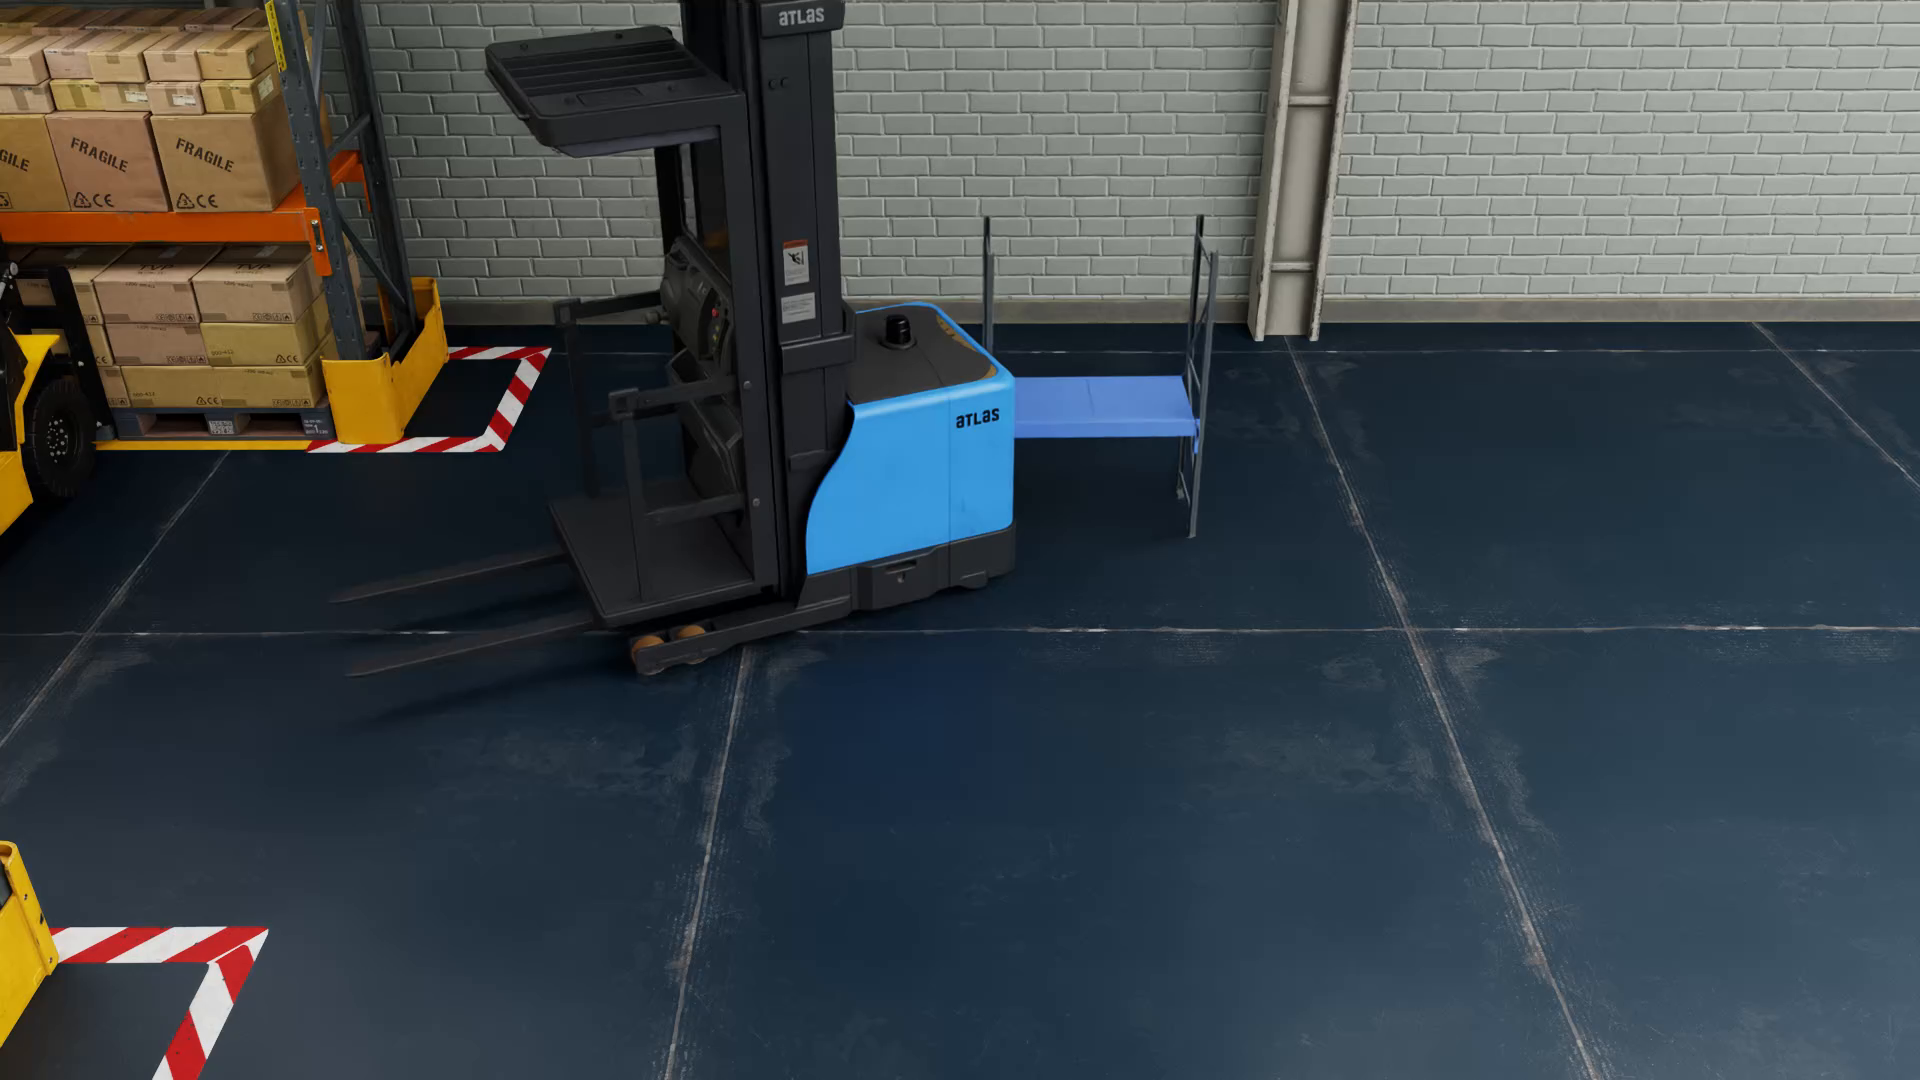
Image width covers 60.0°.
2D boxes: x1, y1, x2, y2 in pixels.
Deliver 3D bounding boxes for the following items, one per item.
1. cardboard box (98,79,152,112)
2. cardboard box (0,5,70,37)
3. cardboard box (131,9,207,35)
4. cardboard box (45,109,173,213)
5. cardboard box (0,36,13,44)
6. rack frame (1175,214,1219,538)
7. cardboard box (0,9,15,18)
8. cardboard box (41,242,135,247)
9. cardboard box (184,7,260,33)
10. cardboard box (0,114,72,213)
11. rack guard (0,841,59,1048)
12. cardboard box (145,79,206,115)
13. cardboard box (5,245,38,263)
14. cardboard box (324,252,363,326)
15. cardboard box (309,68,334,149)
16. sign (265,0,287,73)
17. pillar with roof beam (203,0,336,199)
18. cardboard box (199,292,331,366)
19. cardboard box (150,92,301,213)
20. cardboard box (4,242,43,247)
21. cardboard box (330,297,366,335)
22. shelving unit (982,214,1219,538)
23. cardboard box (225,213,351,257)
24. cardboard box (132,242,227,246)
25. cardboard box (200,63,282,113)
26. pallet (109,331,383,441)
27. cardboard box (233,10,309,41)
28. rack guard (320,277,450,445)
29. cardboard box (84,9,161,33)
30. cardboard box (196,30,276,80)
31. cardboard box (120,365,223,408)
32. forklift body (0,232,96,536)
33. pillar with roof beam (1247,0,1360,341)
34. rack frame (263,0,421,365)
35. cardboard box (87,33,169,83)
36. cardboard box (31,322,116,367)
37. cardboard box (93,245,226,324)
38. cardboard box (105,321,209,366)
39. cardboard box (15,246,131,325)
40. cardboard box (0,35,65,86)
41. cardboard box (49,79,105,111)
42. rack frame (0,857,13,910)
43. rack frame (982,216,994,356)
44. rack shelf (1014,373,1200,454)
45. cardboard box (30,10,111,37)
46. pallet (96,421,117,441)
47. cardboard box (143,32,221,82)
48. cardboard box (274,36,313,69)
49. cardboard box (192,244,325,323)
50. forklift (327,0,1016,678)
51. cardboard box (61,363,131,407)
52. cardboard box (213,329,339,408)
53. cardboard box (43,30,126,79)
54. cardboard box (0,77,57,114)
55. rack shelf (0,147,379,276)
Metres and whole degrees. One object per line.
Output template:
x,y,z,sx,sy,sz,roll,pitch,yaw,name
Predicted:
-4.142,-2.298,8.424,0.250,0.149,0.380,0,31,1,cardboard box
-4.919,-2.719,8.831,0.250,0.149,0.380,-1,31,-1,cardboard box
-4.145,-2.675,8.759,0.250,0.149,0.380,0,31,1,cardboard box
-4.292,-2.018,8.588,0.500,0.500,0.500,1,31,1,cardboard box
-4.915,-2.391,8.290,0.250,0.149,0.380,0,31,1,cardboard box
1.148,-0.782,8.094,0.032,1.500,0.500,-1,31,-1,rack frame
-5.166,-2.677,8.761,0.250,0.149,0.380,0,31,0,cardboard box
-4.764,-1.638,9.341,0.500,0.250,0.500,0,31,-1,cardboard box
-3.886,-2.698,8.797,0.250,0.149,0.380,1,31,1,cardboard box
-4.804,-2.016,8.585,0.500,0.500,0.500,-1,31,-1,cardboard box
-3.324,1.534,5.240,0.348,0.500,1.175,0,31,0,rack guard
-3.883,-2.267,8.373,0.250,0.149,0.380,0,31,0,cardboard box
-5.263,-1.369,8.896,0.500,0.250,0.500,-1,31,-1,cardboard box
-3.754,-1.434,9.485,0.500,0.250,0.500,0,31,1,cardboard box
-3.779,-2.295,9.044,0.500,0.500,0.500,1,31,1,cardboard box
-3.293,-2.425,8.010,0.005,0.325,0.100,0,31,0,sign
-3.958,-2.907,4.366,0.400,9.000,9.100,0,31,0,pillar with roof beam
-3.767,-1.164,9.040,0.500,0.250,0.500,-1,31,-1,cardboard box
-3.773,-2.015,8.582,0.500,0.500,0.500,-1,31,-1,cardboard box
-5.276,-1.640,9.344,0.500,0.250,0.500,-1,31,-1,cardboard box
-3.774,-1.214,9.604,0.500,0.250,0.500,0,31,0,cardboard box
0.640,-0.776,8.084,1.048,1.500,0.538,-1,31,-1,shelving unit
-3.764,-1.638,9.340,0.500,0.250,0.500,-1,31,-1,cardboard box
-4.264,-1.634,9.334,0.500,0.250,0.500,0,31,0,cardboard box
-3.627,-2.283,8.400,0.250,0.149,0.380,0,31,0,cardboard box
-4.047,-0.893,9.519,1.213,0.211,1.003,0,31,0,pallet
-3.619,-2.667,8.745,0.250,0.149,0.380,-1,31,-1,cardboard box
-3.258,-1.041,9.484,0.348,0.500,1.175,0,31,0,rack guard
-4.393,-2.682,8.771,0.250,0.149,0.380,0,31,0,cardboard box
-3.639,-2.447,8.382,0.250,0.149,0.380,0,31,0,cardboard box
-4.247,-0.952,9.173,0.500,0.250,0.500,0,31,0,cardboard box
-5.167,-0.795,7.486,1.214,2.155,2.313,0,31,0,forklift body
2.042,-2.926,4.397,0.400,9.000,9.100,0,31,0,pillar with roof beam
-3.282,-2.110,8.835,0.127,3.000,1.000,0,31,0,rack frame
-4.147,-2.415,8.330,0.250,0.149,0.380,0,31,1,cardboard box
-4.785,-1.155,9.026,0.500,0.250,0.500,-1,31,-1,cardboard box
-4.251,-1.373,8.904,0.500,0.250,0.500,0,31,1,cardboard box
-4.269,-1.168,9.047,0.500,0.250,0.500,0,31,-1,cardboard box
-4.756,-1.367,8.893,0.500,0.250,0.500,0,31,0,cardboard box
-4.656,-2.394,8.296,0.250,0.149,0.380,1,31,1,cardboard box
-4.390,-2.303,8.433,0.250,0.149,0.380,0,31,-1,cardboard box
-3.248,0.465,4.592,0.127,3.000,1.000,0,31,0,rack frame
0.132,-0.770,8.074,0.032,1.500,0.500,-1,31,-1,rack frame
0.640,-0.623,8.177,1.000,0.185,0.538,-1,31,-1,rack shelf
-4.656,-2.668,8.748,0.250,0.149,0.380,1,31,1,cardboard box
-5.264,-0.891,9.515,1.213,0.211,1.003,0,31,0,pallet
-3.886,-2.430,8.354,0.250,0.149,0.380,0,31,0,cardboard box
-3.623,-2.563,8.861,0.250,0.149,0.380,-1,31,-2,cardboard box
-3.741,-1.378,8.911,0.500,0.250,0.500,1,31,1,cardboard box
-1.301,-0.976,7.034,3.031,2.935,1.130,-13,34,-21,forklift
-4.748,-0.955,9.178,0.500,0.250,0.500,0,31,0,cardboard box
-3.750,-0.948,9.167,0.500,0.250,0.500,0,31,0,cardboard box
-4.396,-2.453,8.392,0.250,0.149,0.380,0,31,0,cardboard box
-4.657,-2.278,8.391,0.250,0.149,0.380,-1,31,-2,cardboard box
-5.282,-1.796,9.012,4.000,0.370,1.077,0,31,0,rack shelf
